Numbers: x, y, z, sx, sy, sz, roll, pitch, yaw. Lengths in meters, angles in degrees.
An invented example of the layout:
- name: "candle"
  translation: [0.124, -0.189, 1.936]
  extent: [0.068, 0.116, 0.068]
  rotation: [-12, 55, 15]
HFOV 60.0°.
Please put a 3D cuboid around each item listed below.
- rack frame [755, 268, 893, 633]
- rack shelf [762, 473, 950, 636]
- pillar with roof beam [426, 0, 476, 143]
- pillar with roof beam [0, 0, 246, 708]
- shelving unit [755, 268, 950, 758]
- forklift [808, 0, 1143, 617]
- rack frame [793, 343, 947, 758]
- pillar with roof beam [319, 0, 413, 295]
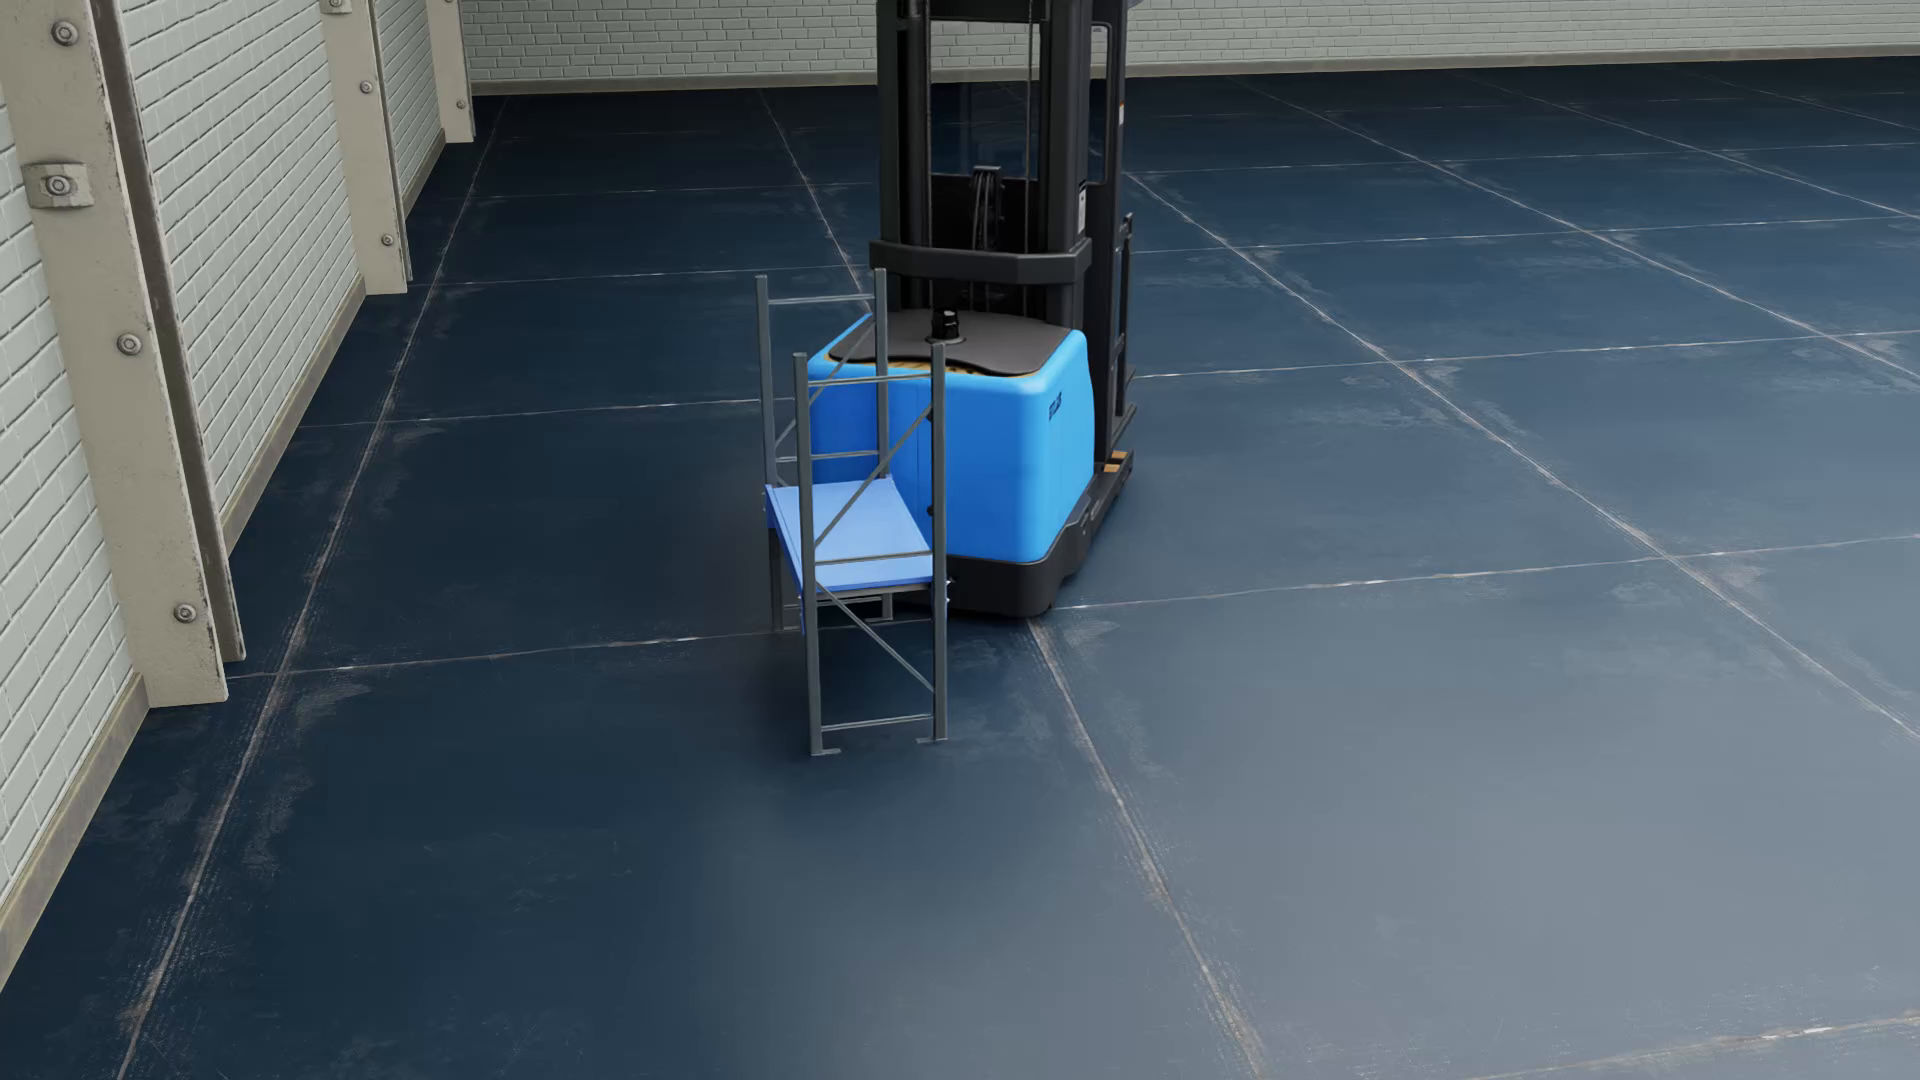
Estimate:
- name: "rack frame"
  translation: [-0.530, -0.331, 6.635]
  extent: [0.500, 1.500, 0.032]
  rotation: [-5, 24, -12]
- name: "rack shelf"
  translation: [-0.412, 0.031, 6.254]
  extent: [0.538, 0.185, 1.000]
  rotation: [-5, 24, -12]
- name: "pillar with roof beam"
  translation: [-0.977, -8.614, 16.230]
  extent: [9.100, 9.000, 0.400]
  rotation: [-4, 24, -10]
- name: "pillar with roof beam"
  translation: [1.242, -3.894, 5.423]
  extent: [9.100, 9.000, 0.400]
  rotation: [-4, 24, -10]
- name: "shelving unit"
  translation: [-0.412, -0.133, 6.182]
  extent: [0.538, 1.500, 1.048]
  rotation: [-5, 24, -12]
- name: "forklift"
  translation: [0.249, -1.591, 7.730]
  extent: [1.130, 2.935, 3.031]
  rotation: [7, 24, 15]
- name: "rack frame"
  translation: [-0.295, 0.064, 5.728]
  extent: [0.500, 1.500, 0.032]
  rotation: [-5, 24, -12]
- name: "pillar with roof beam"
  translation: [0.132, -6.254, 10.826]
  extent: [9.100, 9.000, 0.400]
  rotation: [-4, 24, -10]
